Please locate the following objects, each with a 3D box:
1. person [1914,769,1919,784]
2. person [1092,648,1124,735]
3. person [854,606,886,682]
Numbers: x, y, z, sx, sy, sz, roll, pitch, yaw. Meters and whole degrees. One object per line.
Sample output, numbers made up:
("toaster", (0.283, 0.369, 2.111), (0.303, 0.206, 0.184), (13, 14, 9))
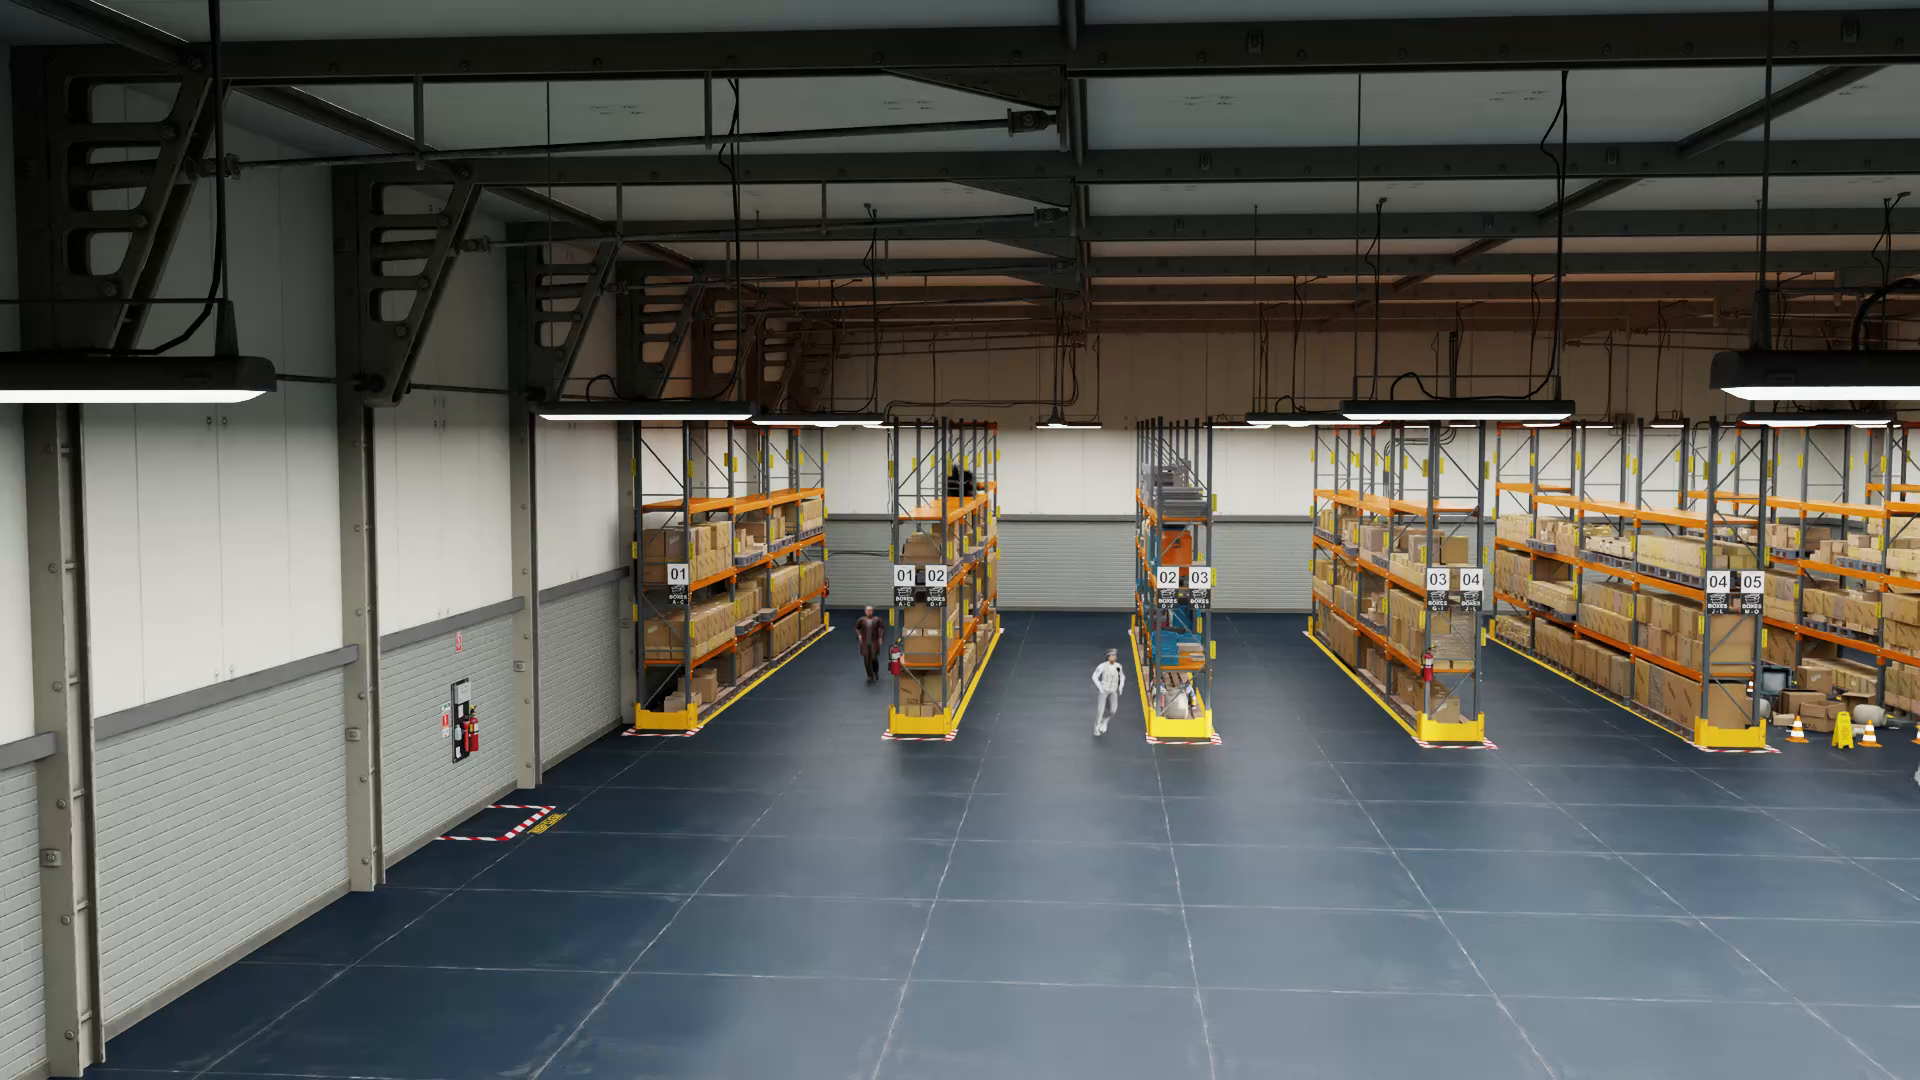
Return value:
("person", (15.602, 3.117, 26.316), (0.672, 1.820, 0.830), (-3, 5, -40))
("person", (2.826, 2.861, 31.374), (0.675, 1.640, 0.521), (-1, 4, -10))
("person", (-2.072, 2.376, 37.899), (0.716, 1.744, 0.618), (0, 4, 4))
